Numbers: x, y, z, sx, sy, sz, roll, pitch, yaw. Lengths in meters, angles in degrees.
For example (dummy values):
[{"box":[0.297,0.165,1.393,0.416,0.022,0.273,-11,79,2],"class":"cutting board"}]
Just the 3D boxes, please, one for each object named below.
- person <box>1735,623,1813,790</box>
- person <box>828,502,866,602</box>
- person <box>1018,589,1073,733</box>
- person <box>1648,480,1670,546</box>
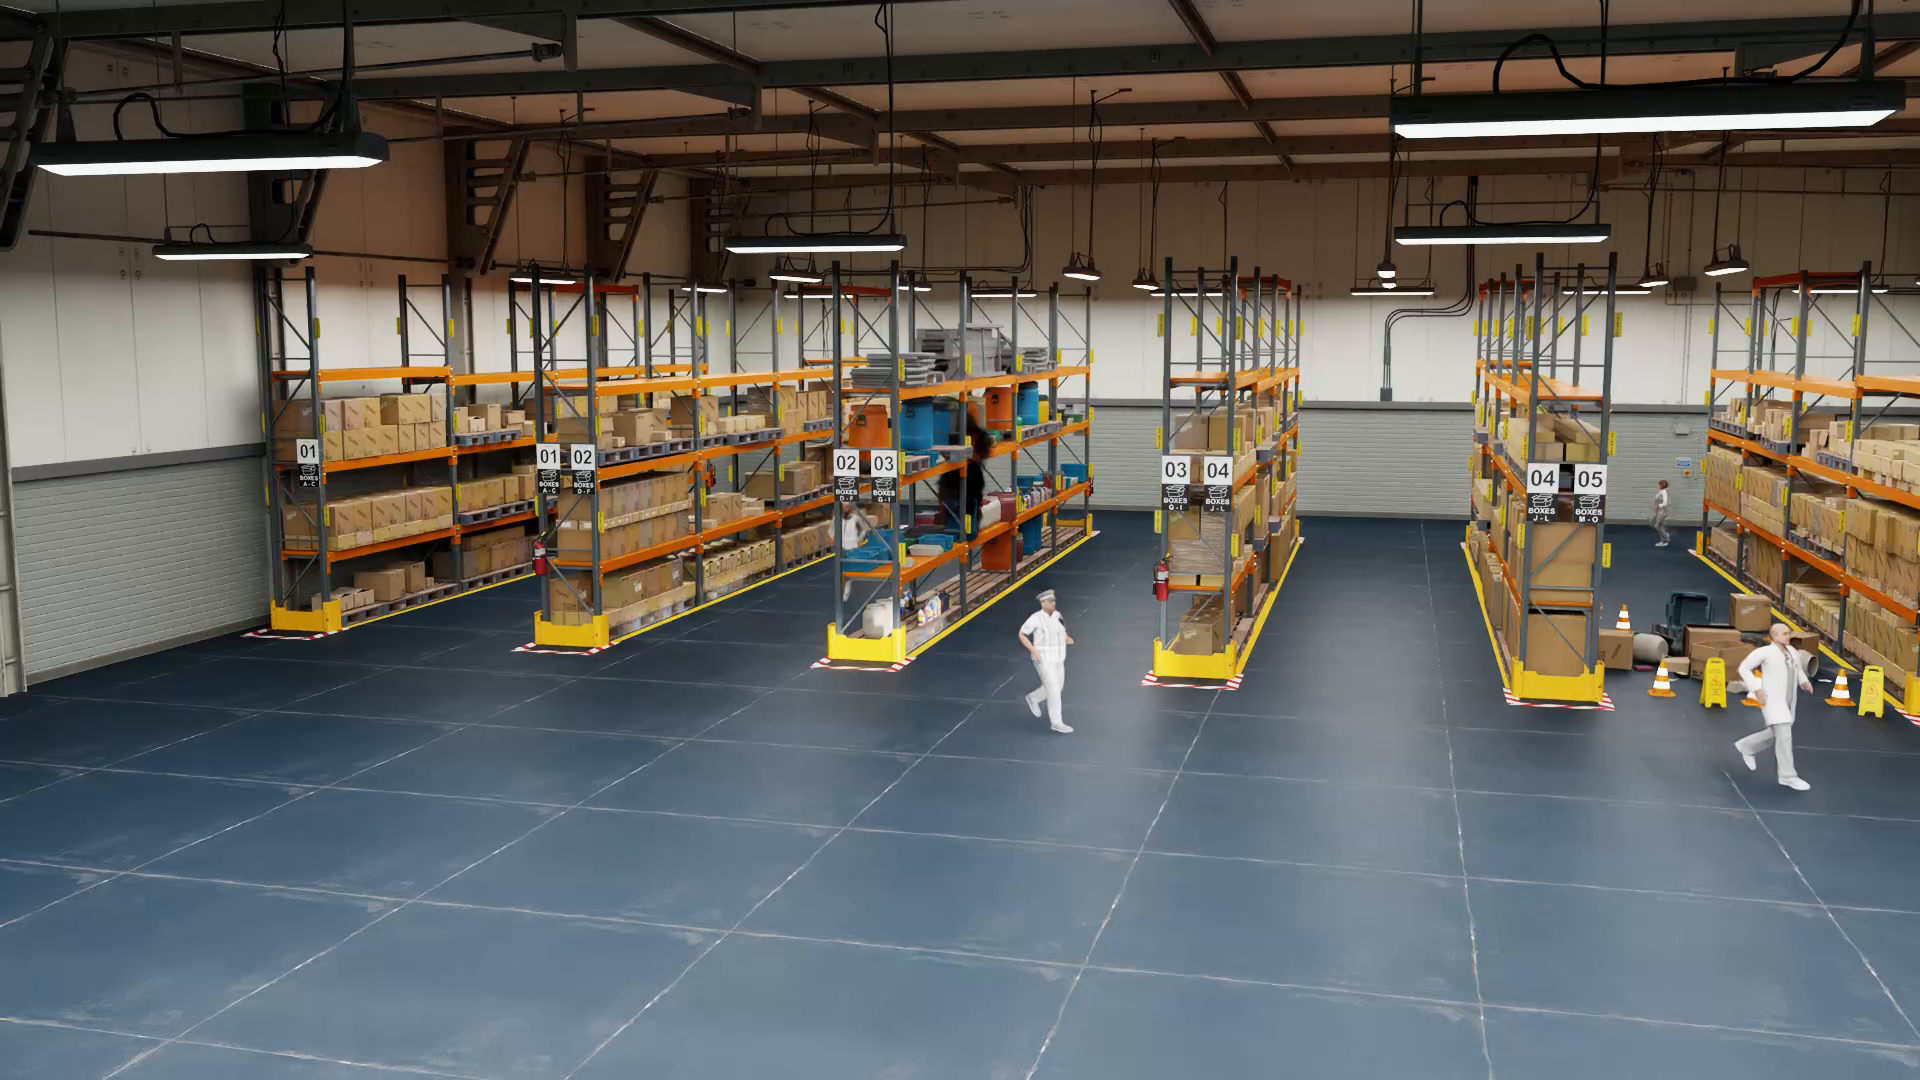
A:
[{"box":[8.993,1.786,18.347,0.728,1.761,1.034,-3,8,-25],"class":"person"},{"box":[-1.998,0.155,29.176,0.665,1.786,0.765,1,7,9],"class":"person"},{"box":[1.099,1.483,20.877,0.675,1.754,0.920,-7,10,-43],"class":"person"},{"box":[16.145,-0.627,38.323,0.469,1.552,0.531,2,8,16],"class":"person"}]
